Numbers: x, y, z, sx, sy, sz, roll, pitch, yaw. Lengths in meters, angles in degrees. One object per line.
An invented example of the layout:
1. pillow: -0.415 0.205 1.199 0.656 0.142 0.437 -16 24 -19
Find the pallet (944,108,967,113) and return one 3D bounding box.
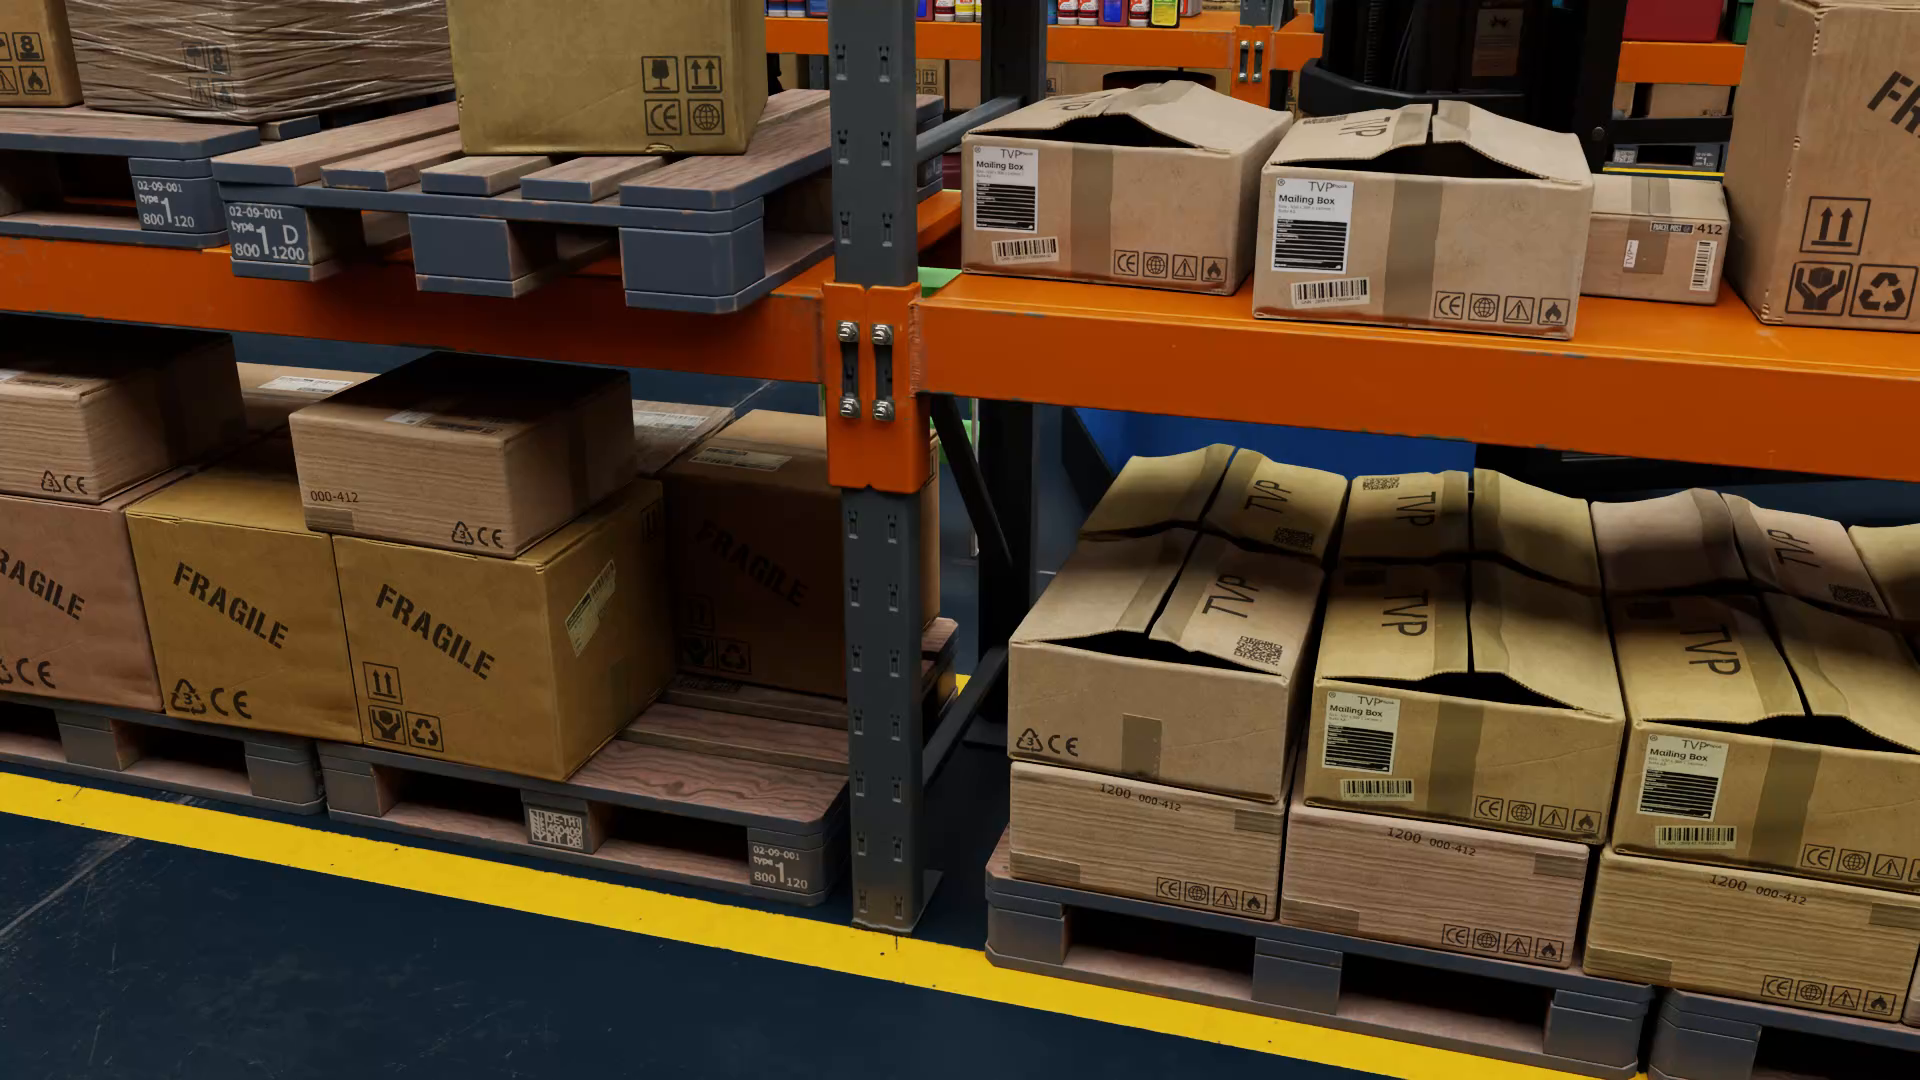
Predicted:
1. pallet: -0.218 -3.469 13.449 1.213 0.211 1.003 7 23 16

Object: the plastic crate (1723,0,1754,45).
1. plastic crate: 3.501 -2.130 6.790 0.662 0.188 0.450 7 23 16

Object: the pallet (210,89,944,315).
1. pallet: -0.683 -0.739 3.373 1.003 0.211 1.213 7 23 16

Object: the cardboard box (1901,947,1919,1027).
1. cardboard box: 1.874 0.629 2.855 0.500 0.250 0.500 7 23 17

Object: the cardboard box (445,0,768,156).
1. cardboard box: -0.650 -1.048 3.187 0.500 0.500 0.700 -1 22 -2

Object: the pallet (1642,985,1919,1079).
1. pallet: 1.927 0.750 3.164 1.213 0.211 1.003 7 23 16

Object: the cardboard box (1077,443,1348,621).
1. cardboard box: 0.559 0.007 3.631 0.500 0.311 0.500 7 23 17

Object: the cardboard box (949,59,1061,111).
1. cardboard box: 0.496 -3.867 12.992 0.875 0.875 1.225 6 23 14

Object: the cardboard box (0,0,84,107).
1. cardboard box: -2.134 -1.287 3.770 0.500 0.500 0.700 1 22 2

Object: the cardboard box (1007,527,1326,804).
1. cardboard box: 0.402 0.203 3.153 0.500 0.311 0.500 7 23 17

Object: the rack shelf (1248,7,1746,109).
1. rack shelf: 3.335 -2.026 7.206 4.000 0.370 1.077 7 23 16

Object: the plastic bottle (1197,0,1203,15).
1. plastic bottle: 1.099 -2.686 8.029 0.135 0.276 0.152 7 23 16

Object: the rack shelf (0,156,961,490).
1. rack shelf: -1.929 -0.666 3.888 4.000 0.370 1.077 7 23 16

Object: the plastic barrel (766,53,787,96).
1. plastic barrel: -1.215 -2.097 8.641 0.708 0.901 0.600 7 23 16

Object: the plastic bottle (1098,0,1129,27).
1. plastic bottle: 0.689 -2.439 7.418 0.133 0.283 0.061 7 23 16

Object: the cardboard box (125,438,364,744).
1. cardboard box: -1.473 0.100 3.789 0.500 0.500 0.500 6 23 14

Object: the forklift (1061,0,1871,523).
1. forklift: 1.904 -1.471 4.994 3.031 2.935 1.130 -3 22 -6

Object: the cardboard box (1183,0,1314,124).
1. cardboard box: 2.196 -3.673 12.517 0.875 0.875 1.225 5 23 13

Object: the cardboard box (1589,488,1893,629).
1. cardboard box: 1.540 0.118 3.361 0.500 0.311 0.500 6 23 15

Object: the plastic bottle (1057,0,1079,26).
1. plastic bottle: 0.490 -2.431 7.506 0.097 0.201 0.097 0 22 0

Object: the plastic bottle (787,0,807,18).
1. plastic bottle: -0.771 -2.608 7.845 0.097 0.271 0.097 0 22 0

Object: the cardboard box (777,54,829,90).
1. cardboard box: -1.587 -4.129 13.630 0.875 0.875 0.875 7 23 16

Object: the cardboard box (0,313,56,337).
1. cardboard box: -2.493 -0.361 3.922 0.500 0.250 0.500 7 23 16

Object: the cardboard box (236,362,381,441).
1. cardboard box: -1.850 -0.148 4.391 0.500 0.500 0.500 6 23 14

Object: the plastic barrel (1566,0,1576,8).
1. plastic barrel: 2.870 -2.549 7.384 0.421 0.512 0.421 0 22 0

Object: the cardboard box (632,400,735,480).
1. cardboard box: -0.870 -0.035 4.118 0.500 0.500 0.500 6 23 14

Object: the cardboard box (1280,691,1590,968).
1. cardboard box: 0.884 0.518 3.126 0.500 0.250 0.500 6 23 14

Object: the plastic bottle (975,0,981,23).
1. plastic bottle: 0.118 -2.474 7.610 0.097 0.201 0.097 0 22 0

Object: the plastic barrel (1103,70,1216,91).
1. plastic barrel: 0.947 -1.816 8.051 0.708 0.830 0.600 7 23 16

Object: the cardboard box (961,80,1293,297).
1. cardboard box: 0.322 -0.682 3.098 0.500 0.311 0.500 8 24 19

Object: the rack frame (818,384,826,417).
1. rack frame: -0.392 -0.600 5.152 0.015 1.200 0.240 7 23 15

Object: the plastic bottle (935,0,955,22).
1. plastic bottle: -0.069 -2.495 7.662 0.097 0.201 0.097 0 22 0

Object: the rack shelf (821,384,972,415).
1. rack shelf: -0.158 -0.514 5.111 0.480 0.148 0.258 7 23 15

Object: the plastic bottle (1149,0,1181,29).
1. plastic bottle: 0.910 -2.414 7.356 0.133 0.283 0.061 7 23 16

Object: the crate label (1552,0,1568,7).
1. crate label: 2.293 -2.388 7.092 0.616 0.435 0.502 7 23 16

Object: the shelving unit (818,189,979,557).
1. shelving unit: -0.158 -0.573 5.087 0.503 1.200 0.258 7 23 15

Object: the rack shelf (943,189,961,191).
1. rack shelf: -0.158 -0.958 4.929 0.480 0.148 0.258 7 23 15

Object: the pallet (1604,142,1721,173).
1. pallet: 4.763 -2.867 11.982 1.213 0.211 1.003 7 23 16

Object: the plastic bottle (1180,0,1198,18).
1. plastic bottle: 1.055 -2.631 7.894 0.135 0.276 0.152 7 23 16

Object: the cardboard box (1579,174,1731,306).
1. cardboard box: 1.223 -0.544 2.974 0.250 0.149 0.380 8 24 19

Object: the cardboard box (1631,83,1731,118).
1. cardboard box: 5.112 -3.182 11.789 0.500 0.500 0.700 5 23 11

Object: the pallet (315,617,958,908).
1. pallet: -0.718 0.415 3.979 1.213 0.211 1.003 7 23 16

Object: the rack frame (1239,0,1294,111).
1. rack frame: 1.420 -2.579 7.604 0.127 3.000 1.000 7 23 16

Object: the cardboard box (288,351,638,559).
1. cardboard box: -1.032 -0.195 3.519 0.500 0.250 0.500 7 23 18

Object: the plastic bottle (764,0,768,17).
1. plastic bottle: -0.968 -2.644 7.926 0.135 0.276 0.152 7 23 16

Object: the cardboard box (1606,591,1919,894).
1. cardboard box: 1.395 0.315 2.882 0.500 0.311 0.500 6 23 14
